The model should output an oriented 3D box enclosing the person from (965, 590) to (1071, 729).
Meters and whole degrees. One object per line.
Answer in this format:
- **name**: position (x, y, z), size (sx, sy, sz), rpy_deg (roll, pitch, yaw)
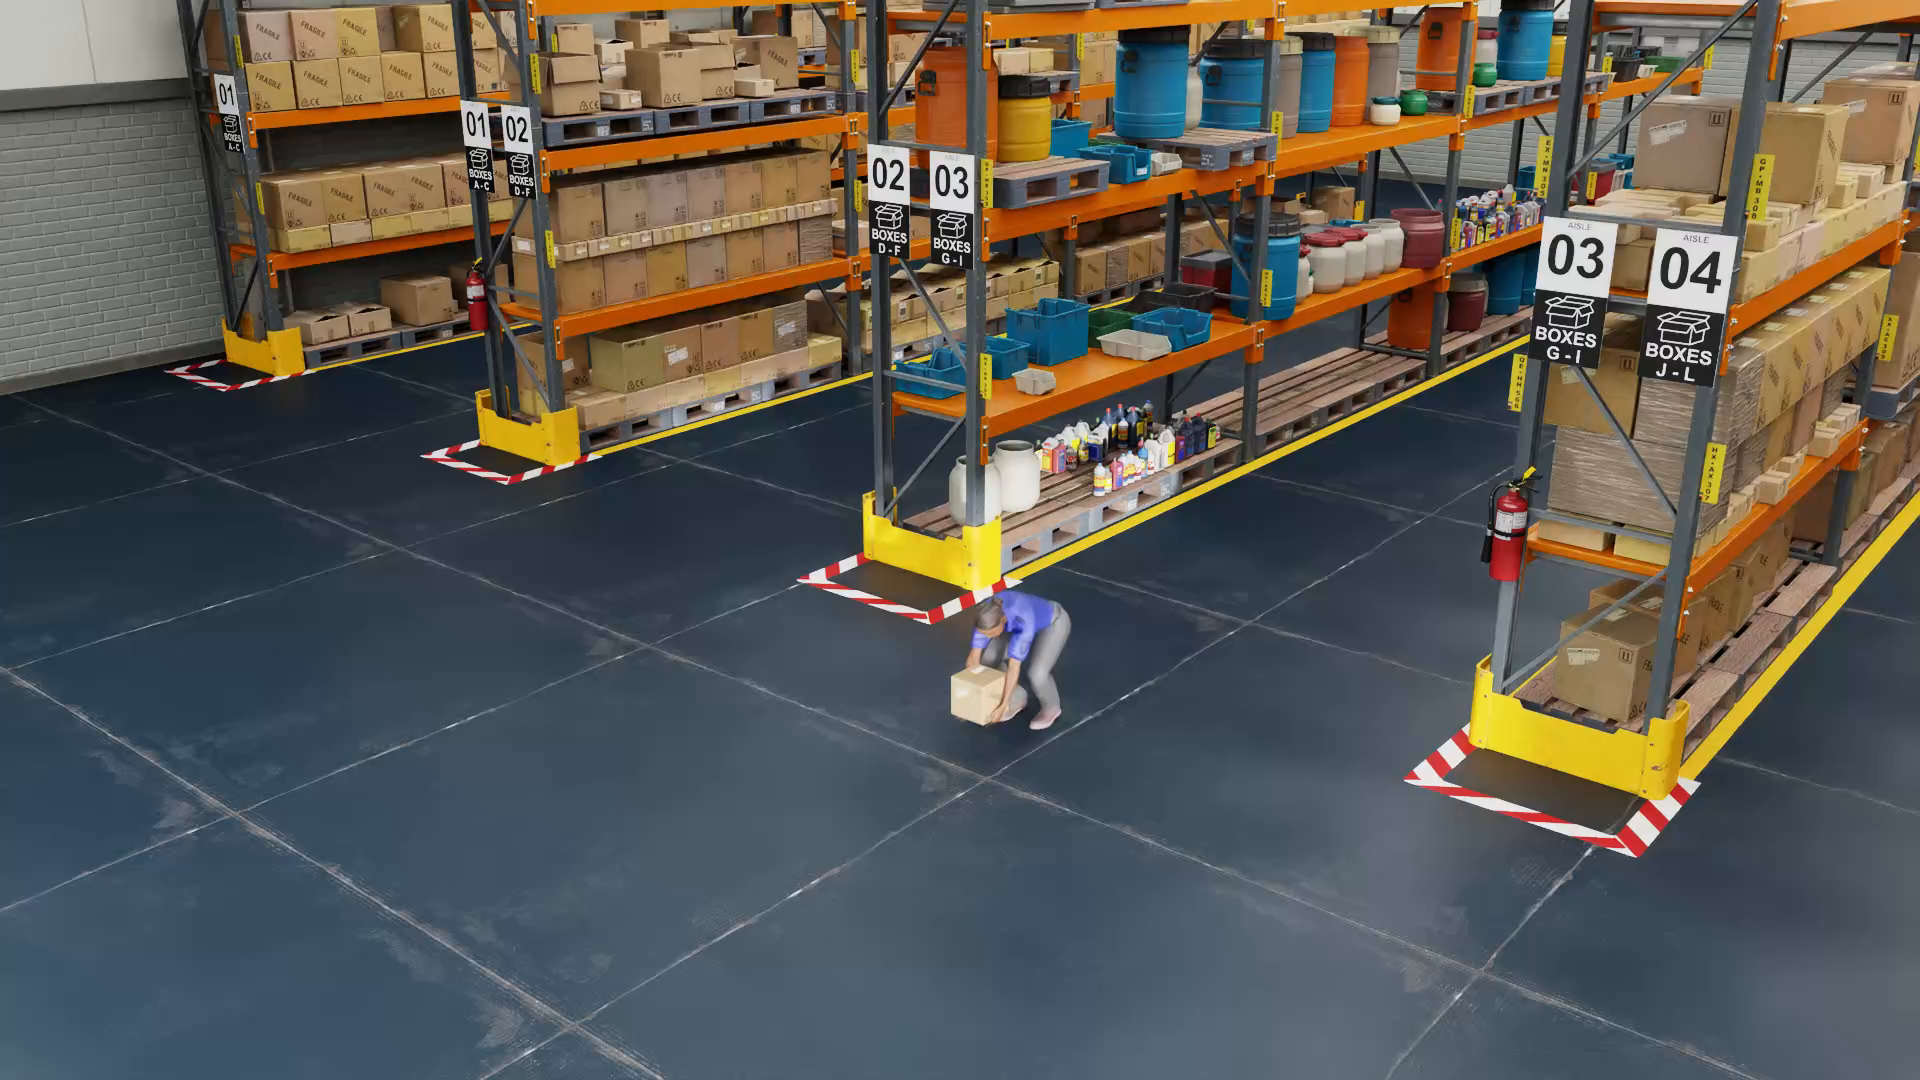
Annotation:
- **person**: position (0.347, 0.713, 10.198), size (0.464, 0.943, 0.857), rpy_deg (15, 25, 34)
